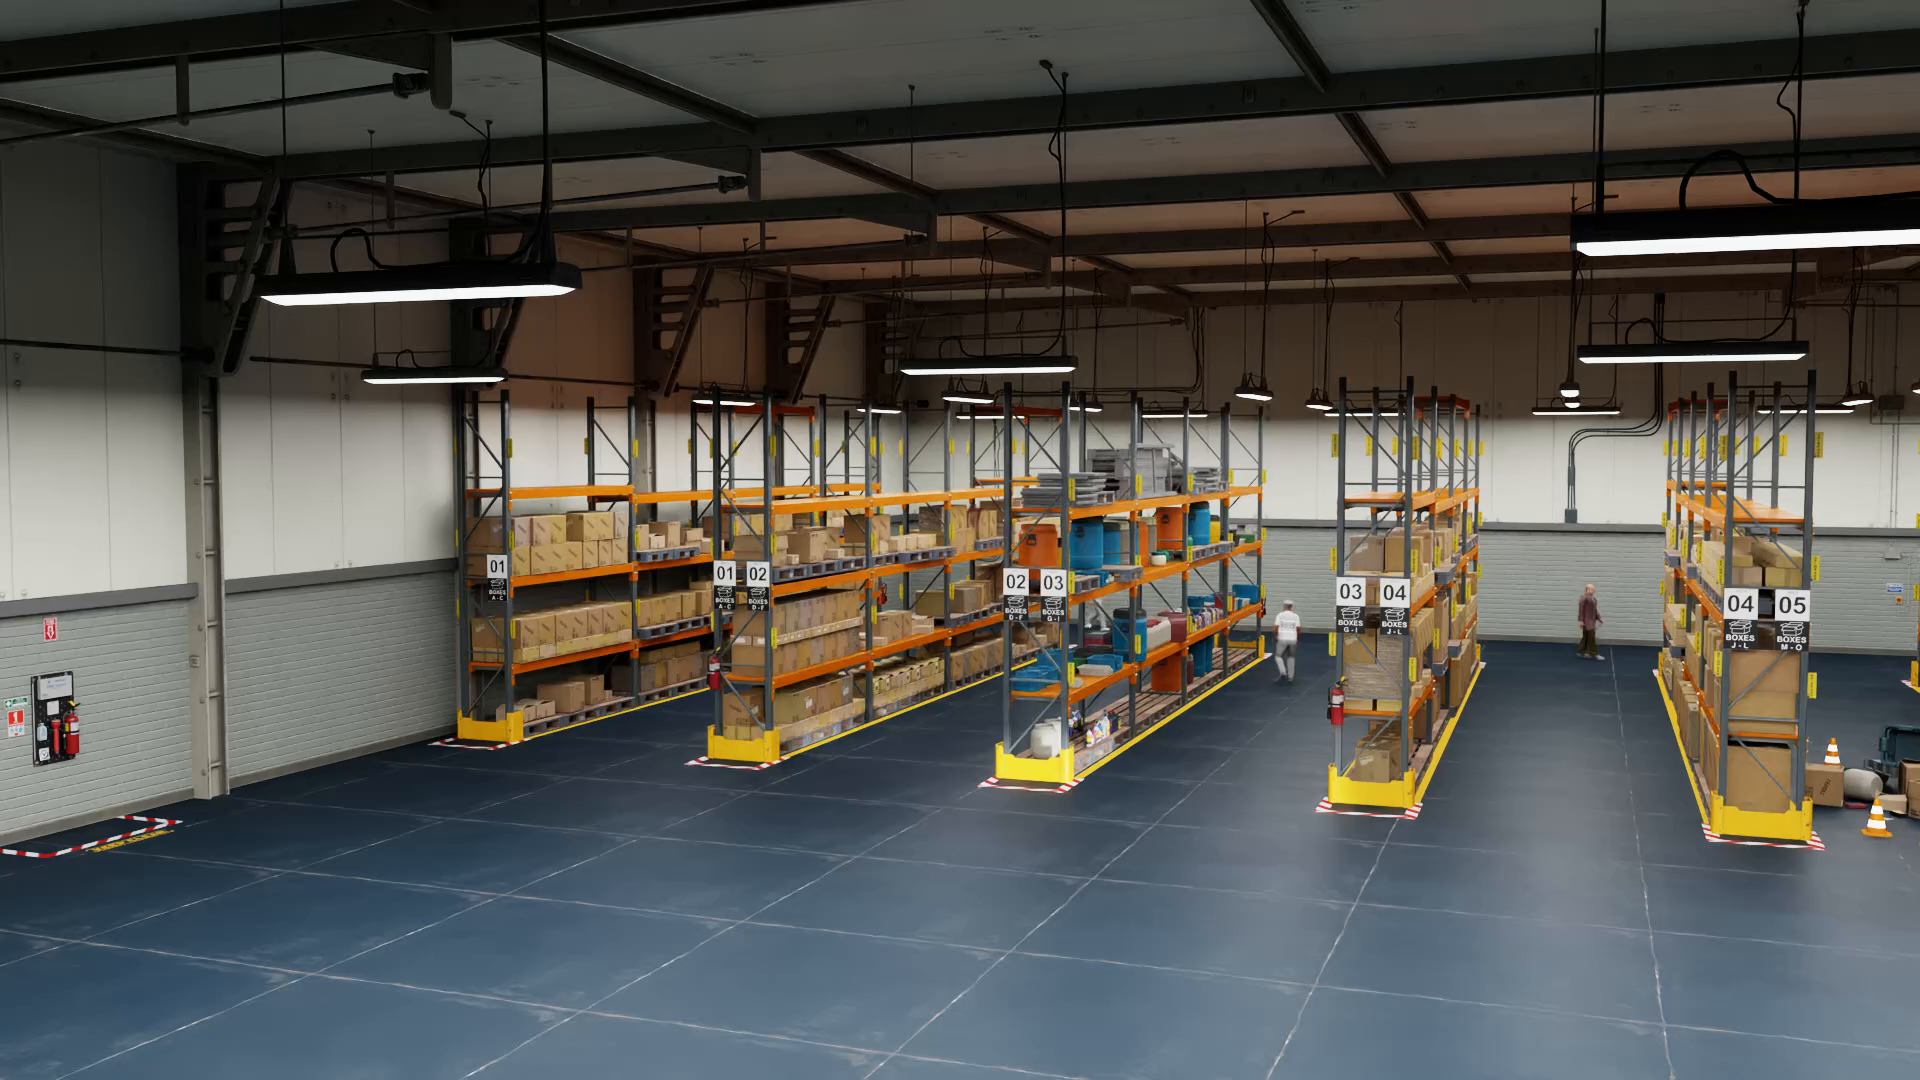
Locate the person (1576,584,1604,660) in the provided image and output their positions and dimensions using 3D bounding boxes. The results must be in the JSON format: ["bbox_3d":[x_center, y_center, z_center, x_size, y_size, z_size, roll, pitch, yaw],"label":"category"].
[{"bbox_3d":[14.995,1.932,39.457,0.652,1.769,0.761,-3,4,-45],"label":"person"}]

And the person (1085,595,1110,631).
[{"bbox_3d":[3.771,1.665,45.646,0.934,1.633,0.431,3,4,41],"label":"person"}]

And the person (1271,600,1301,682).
[{"bbox_3d":[7.032,2.185,35.722,0.610,1.729,0.619,0,3,-5],"label":"person"}]
